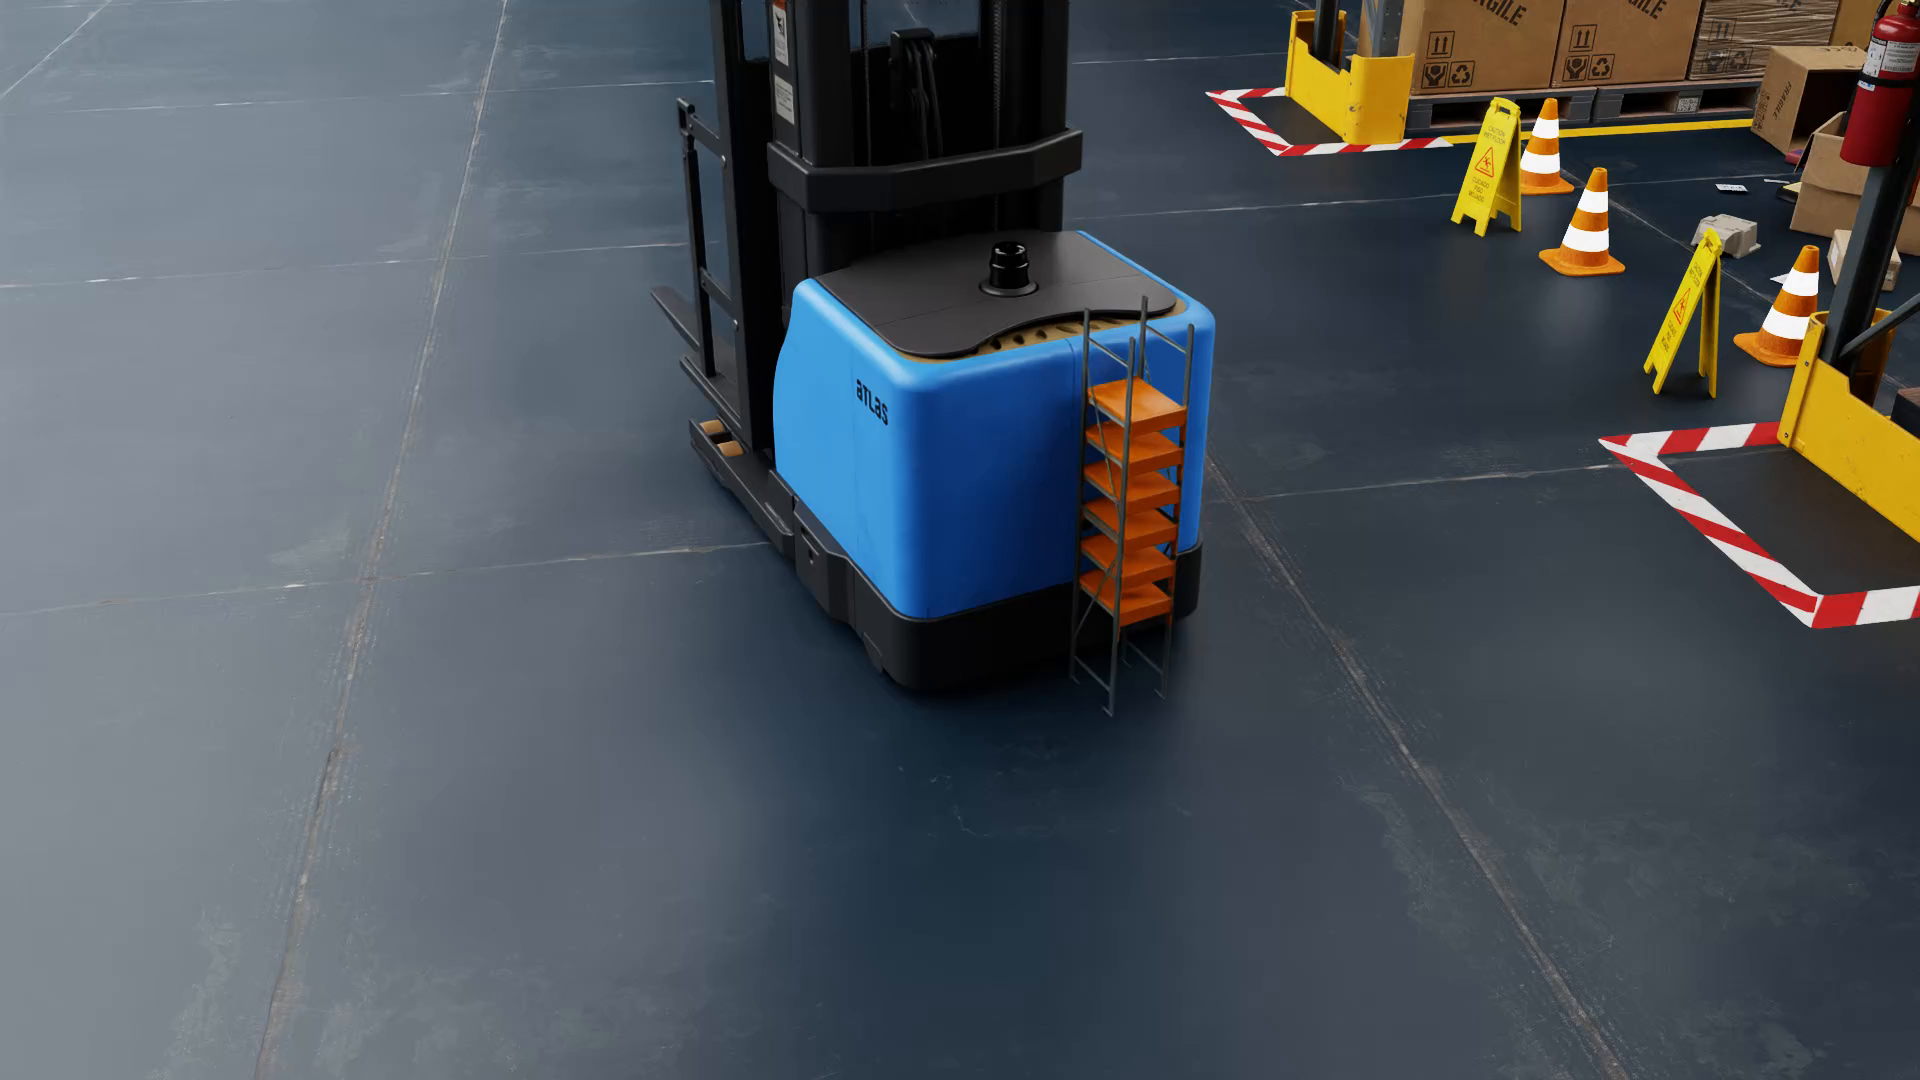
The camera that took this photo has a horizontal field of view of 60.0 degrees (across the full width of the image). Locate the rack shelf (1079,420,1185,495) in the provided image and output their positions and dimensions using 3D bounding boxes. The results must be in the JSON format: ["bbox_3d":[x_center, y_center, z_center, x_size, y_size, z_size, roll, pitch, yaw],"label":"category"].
[{"bbox_3d":[0.472,-0.241,4.590,0.180,0.103,0.258,-15,34,-24],"label":"rack shelf"}]

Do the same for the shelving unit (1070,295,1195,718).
[{"bbox_3d":[0.472,-0.073,4.690,0.189,1.200,0.258,-15,34,-24],"label":"shelving unit"}]

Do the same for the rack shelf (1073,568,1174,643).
[{"bbox_3d":[0.472,0.173,4.834,0.180,0.103,0.258,-15,34,-24],"label":"rack shelf"}]

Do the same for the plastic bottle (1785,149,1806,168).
[{"bbox_3d":[4.770,-2.108,9.274,0.133,0.061,0.283,-17,34,-26],"label":"plastic bottle"}]

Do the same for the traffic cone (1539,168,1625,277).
[{"bbox_3d":[2.998,-1.536,7.905,0.334,0.463,0.336,-5,31,-9],"label":"traffic cone"}]

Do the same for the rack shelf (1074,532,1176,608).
[{"bbox_3d":[0.472,0.069,4.773,0.180,0.103,0.258,-15,34,-24],"label":"rack shelf"}]

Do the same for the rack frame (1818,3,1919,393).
[{"bbox_3d":[3.341,-1.424,5.213,0.127,3.000,1.000,-5,31,-9],"label":"rack frame"}]

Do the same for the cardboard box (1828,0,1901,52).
[{"bbox_3d":[5.654,-3.491,10.410,0.875,0.875,0.875,-5,31,-8],"label":"cardboard box"}]

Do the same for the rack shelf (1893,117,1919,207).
[{"bbox_3d":[5.309,-1.297,5.706,4.000,0.370,1.077,-5,31,-9],"label":"rack shelf"}]

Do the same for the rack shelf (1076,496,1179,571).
[{"bbox_3d":[0.472,-0.034,4.712,0.180,0.103,0.258,-15,34,-24],"label":"rack shelf"}]

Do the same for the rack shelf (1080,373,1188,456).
[{"bbox_3d":[0.472,-0.345,4.530,0.180,0.103,0.258,-15,34,-24],"label":"rack shelf"}]

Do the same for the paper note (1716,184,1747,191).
[{"bbox_3d":[4.158,-1.896,8.945,0.142,0.017,0.144,5,31,8],"label":"paper note"}]

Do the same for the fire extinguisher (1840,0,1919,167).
[{"bbox_3d":[3.146,-1.610,5.606,0.183,0.674,0.296,-5,31,-9],"label":"fire extinguisher"}]

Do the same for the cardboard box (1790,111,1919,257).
[{"bbox_3d":[4.613,-1.771,8.265,0.797,0.503,0.637,23,37,33],"label":"cardboard box"}]

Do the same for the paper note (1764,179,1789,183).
[{"bbox_3d":[4.453,-1.955,9.065,0.123,0.001,0.032,10,32,17],"label":"paper note"}]

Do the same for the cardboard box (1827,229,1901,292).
[{"bbox_3d":[4.266,-1.322,7.852,0.250,0.149,0.380,10,32,17],"label":"cardboard box"}]

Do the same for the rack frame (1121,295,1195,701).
[{"bbox_3d":[0.553,-0.094,4.726,0.006,1.200,0.240,-15,34,-24],"label":"rack frame"}]

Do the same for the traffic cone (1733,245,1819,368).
[{"bbox_3d":[3.532,-1.013,7.017,0.334,0.463,0.336,-5,31,-9],"label":"traffic cone"}]

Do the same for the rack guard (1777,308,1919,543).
[{"bbox_3d":[3.416,-0.354,5.859,0.348,0.500,1.175,-5,31,-9],"label":"rack guard"}]

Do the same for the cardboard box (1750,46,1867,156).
[{"bbox_3d":[4.943,-2.519,9.538,0.500,0.500,0.500,0,30,0],"label":"cardboard box"}]

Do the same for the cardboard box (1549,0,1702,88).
[{"bbox_3d":[3.871,-3.325,10.127,0.875,0.875,0.875,-6,31,-10],"label":"cardboard box"}]

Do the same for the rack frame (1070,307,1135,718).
[{"bbox_3d":[0.391,-0.051,4.653,0.006,1.200,0.240,-15,34,-24],"label":"rack frame"}]

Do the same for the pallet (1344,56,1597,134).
[{"bbox_3d":[3.123,-2.793,10.292,1.213,0.211,1.003,-5,31,-9],"label":"pallet"}]

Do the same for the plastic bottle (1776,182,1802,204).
[{"bbox_3d":[4.490,-1.856,8.846,0.283,0.061,0.133,-17,34,-26],"label":"plastic bottle"}]

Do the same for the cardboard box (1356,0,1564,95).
[{"bbox_3d":[3.005,-3.243,9.988,0.875,0.875,0.875,-5,31,-9],"label":"cardboard box"}]

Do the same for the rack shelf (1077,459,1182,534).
[{"bbox_3d":[0.472,-0.138,4.651,0.180,0.103,0.258,-15,34,-24],"label":"rack shelf"}]

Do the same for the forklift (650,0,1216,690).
[{"bbox_3d":[-0.357,-1.549,5.493,1.130,2.935,3.031,-14,33,-23],"label":"forklift"}]

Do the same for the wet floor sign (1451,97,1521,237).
[{"bbox_3d":[2.678,-1.879,8.308,0.232,0.644,0.267,-11,32,-17],"label":"wet floor sign"}]

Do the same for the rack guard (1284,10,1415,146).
[{"bbox_3d":[2.327,-2.804,10.025,0.348,0.500,1.175,-5,31,-9],"label":"rack guard"}]

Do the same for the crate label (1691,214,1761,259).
[{"bbox_3d":[3.760,-1.498,8.162,0.298,0.136,0.250,-23,38,-34],"label":"crate label"}]

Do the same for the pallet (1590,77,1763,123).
[{"bbox_3d":[4.320,-2.903,10.479,1.213,0.211,1.003,-5,31,-9],"label":"pallet"}]

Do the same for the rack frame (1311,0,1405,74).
[{"bbox_3d":[2.350,-3.883,9.395,0.127,3.000,1.000,-5,31,-9],"label":"rack frame"}]

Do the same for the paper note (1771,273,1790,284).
[{"bbox_3d":[3.913,-1.223,7.800,0.142,0.019,0.148,-17,34,-26],"label":"paper note"}]

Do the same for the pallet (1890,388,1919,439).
[{"bbox_3d":[4.222,-0.286,6.028,1.213,0.211,1.003,-5,31,-9],"label":"pallet"}]

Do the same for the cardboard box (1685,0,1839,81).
[{"bbox_3d":[4.768,-3.407,10.266,0.875,0.875,0.875,-5,31,-9],"label":"cardboard box"}]

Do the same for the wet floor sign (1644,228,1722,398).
[{"bbox_3d":[2.962,-0.926,6.688,0.232,0.644,0.267,5,31,8],"label":"wet floor sign"}]

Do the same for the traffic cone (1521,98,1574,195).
[{"bbox_3d":[3.128,-2.130,8.916,0.334,0.463,0.336,-5,31,-9],"label":"traffic cone"}]
